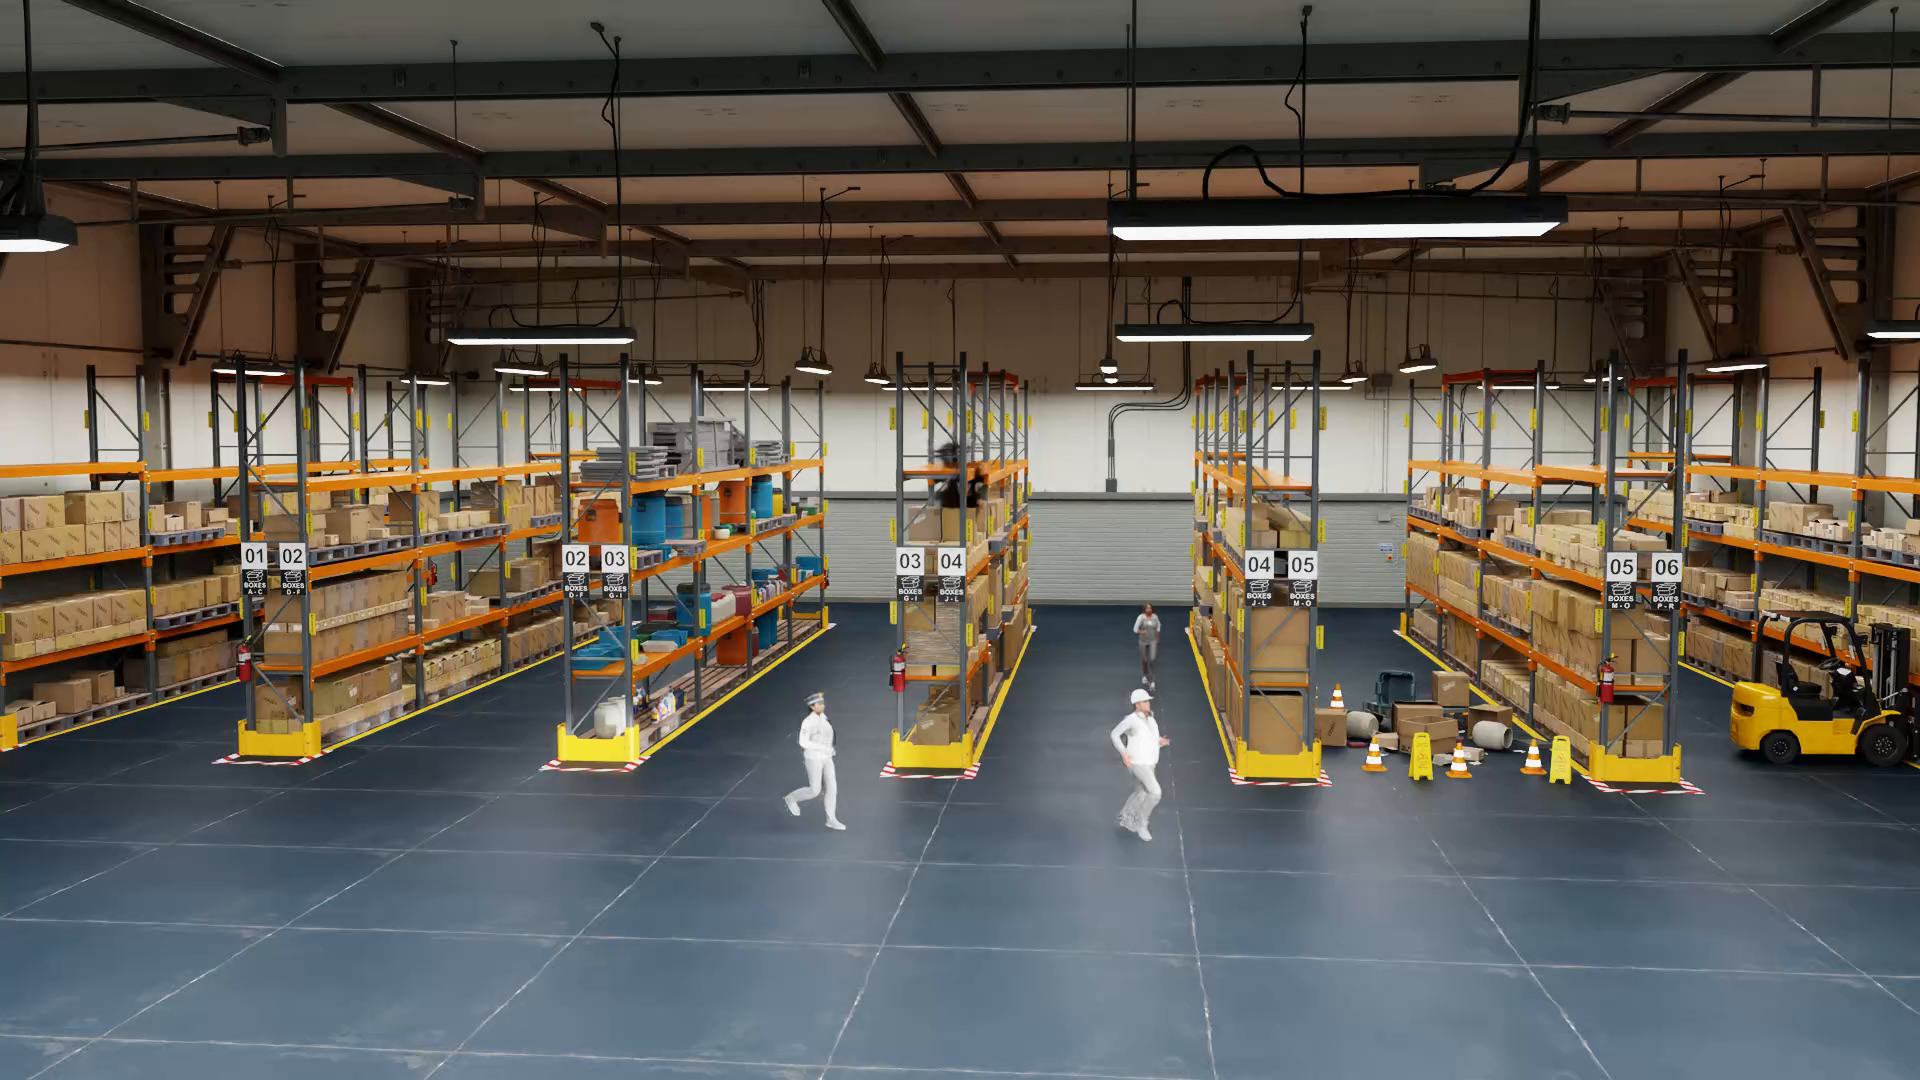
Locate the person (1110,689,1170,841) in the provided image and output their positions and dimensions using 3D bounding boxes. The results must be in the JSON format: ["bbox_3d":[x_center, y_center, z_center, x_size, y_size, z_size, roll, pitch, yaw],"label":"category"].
[{"bbox_3d":[2.195,2.703,20.010,0.730,1.810,0.625,3,5,36],"label":"person"}]

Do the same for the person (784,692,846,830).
[{"bbox_3d":[-1.763,2.702,20.503,0.870,1.681,0.616,2,5,31],"label":"person"}]

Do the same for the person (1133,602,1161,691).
[{"bbox_3d":[3.526,1.984,31.331,0.528,1.627,0.746,0,4,1],"label":"person"}]
